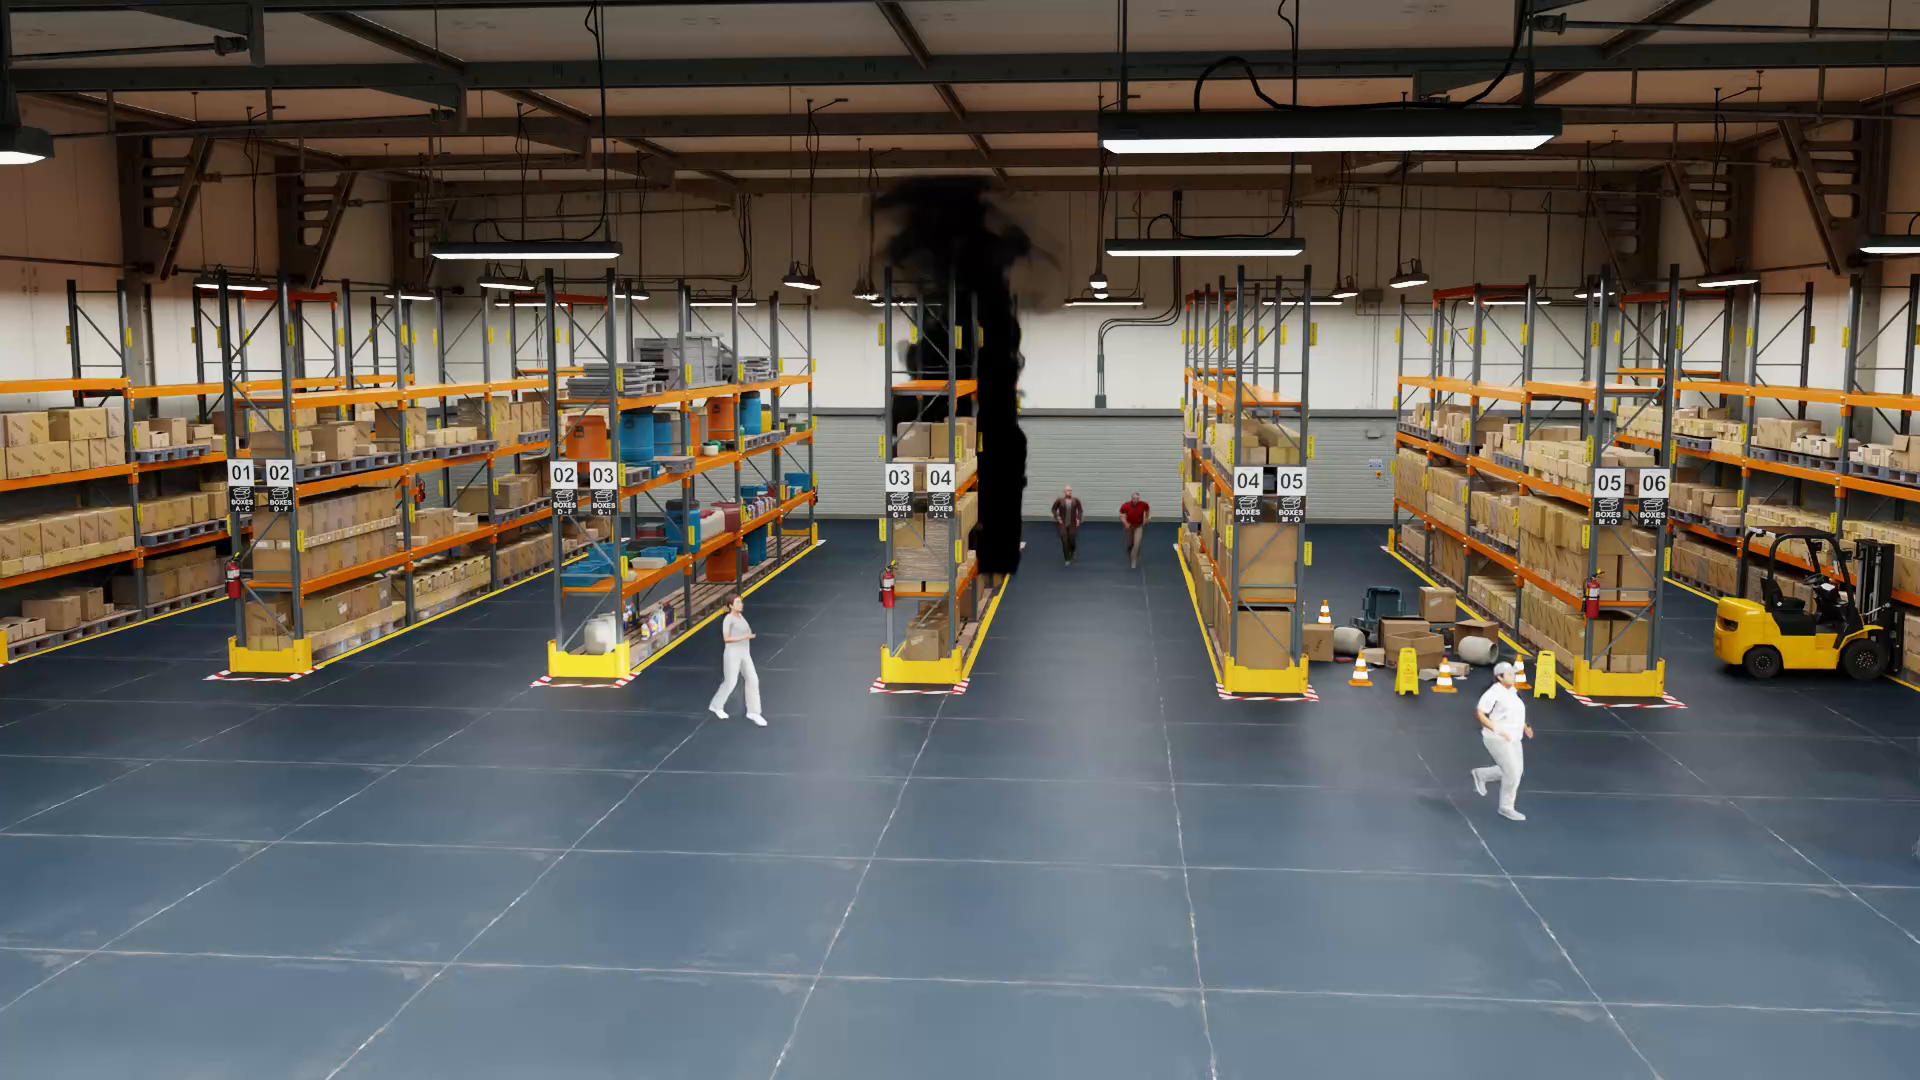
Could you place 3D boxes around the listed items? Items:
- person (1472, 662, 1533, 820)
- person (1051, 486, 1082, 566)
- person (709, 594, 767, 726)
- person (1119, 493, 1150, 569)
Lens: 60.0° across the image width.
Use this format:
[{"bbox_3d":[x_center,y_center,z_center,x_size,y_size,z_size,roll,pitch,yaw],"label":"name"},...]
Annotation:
[{"bbox_3d":[5.670,2.092,17.514,0.608,1.641,0.670,-7,10,-43],"label":"person"},{"bbox_3d":[2.365,-0.318,36.817,0.706,1.745,0.692,0,7,-1],"label":"person"},{"bbox_3d":[-2.911,1.541,21.593,0.841,1.706,0.555,4,8,29],"label":"person"},{"bbox_3d":[3.822,-0.237,36.621,0.682,1.691,0.973,-1,7,-4],"label":"person"}]
